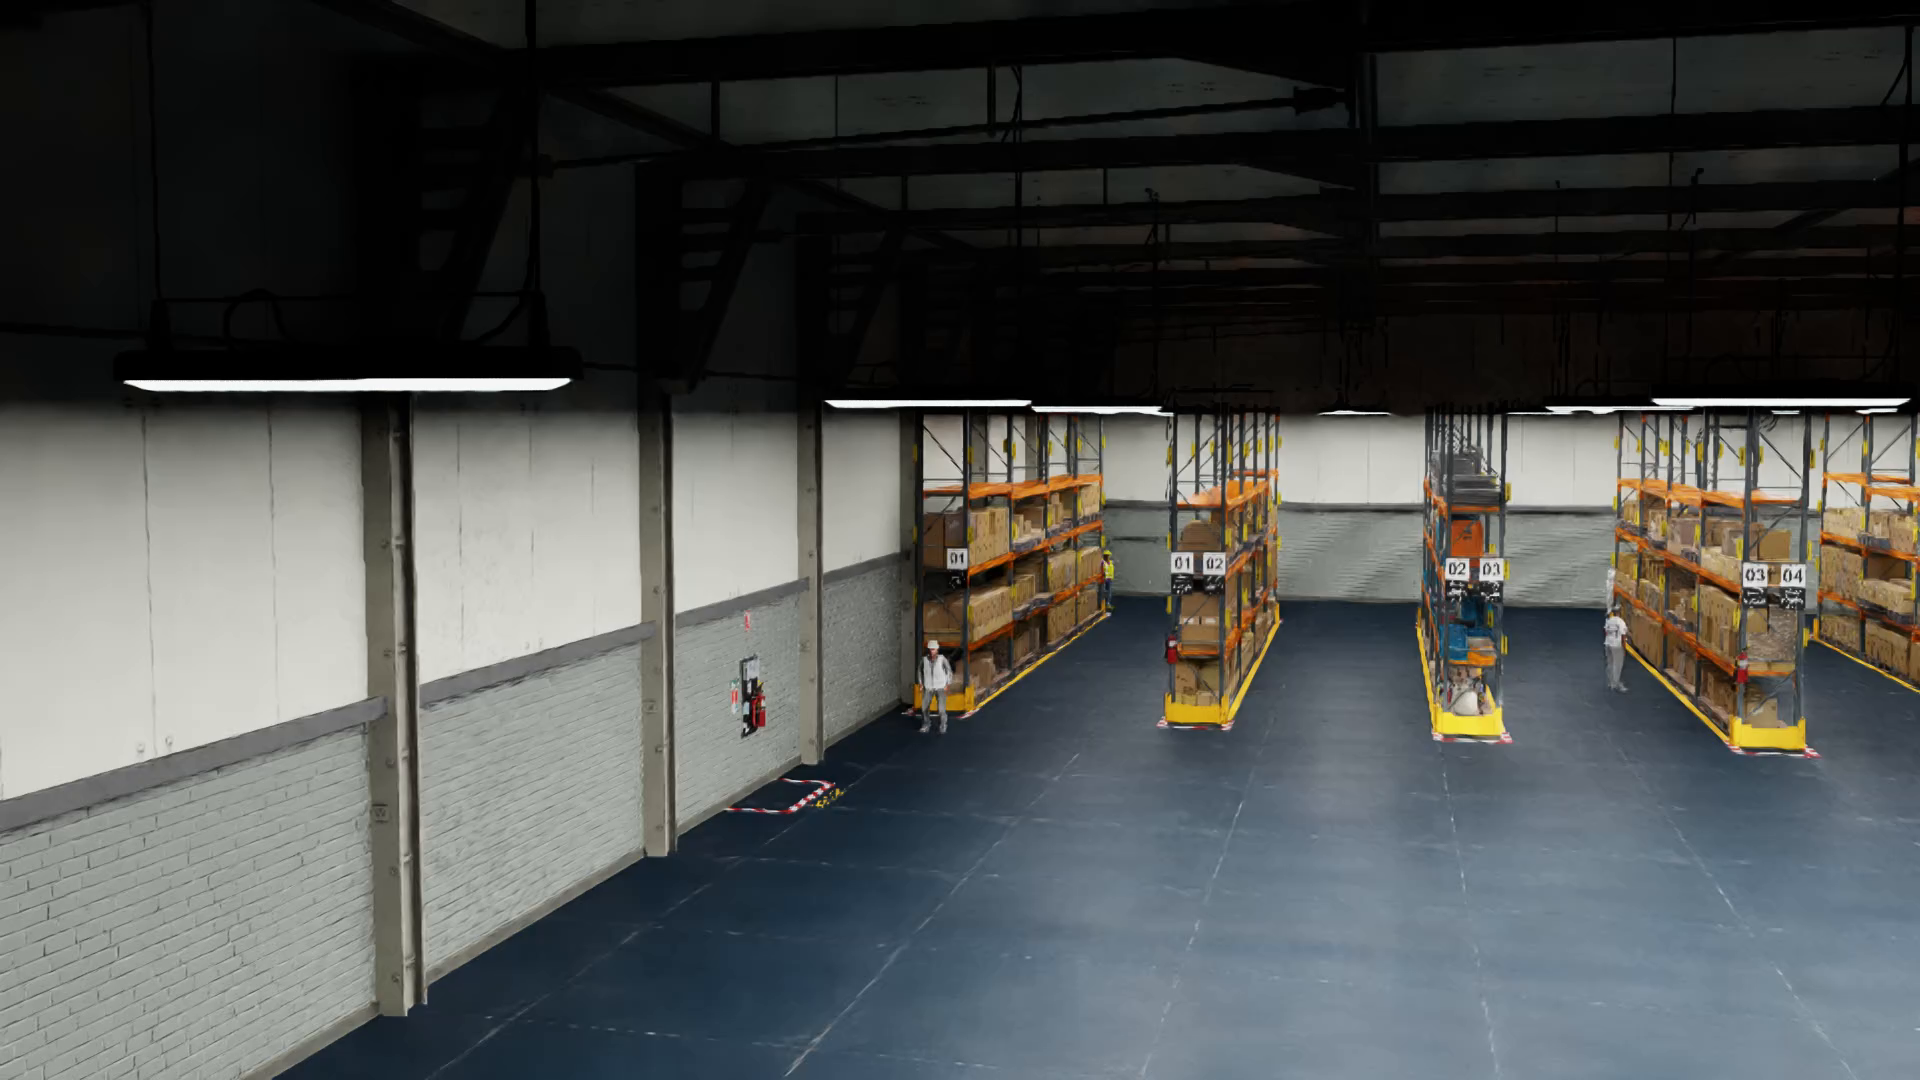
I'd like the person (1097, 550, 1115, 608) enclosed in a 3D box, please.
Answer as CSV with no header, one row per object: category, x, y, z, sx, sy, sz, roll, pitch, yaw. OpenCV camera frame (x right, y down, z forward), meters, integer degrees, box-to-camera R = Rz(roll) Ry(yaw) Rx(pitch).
person,4.288,1.173,49.809,0.714,1.757,0.473,-3,5,-36

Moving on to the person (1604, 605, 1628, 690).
person,13.828,2.251,34.976,0.475,1.762,0.595,-1,4,-17

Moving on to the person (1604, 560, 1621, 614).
person,19.065,1.337,48.322,0.517,1.597,0.911,3,5,34

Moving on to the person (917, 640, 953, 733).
person,-0.462,2.650,30.040,0.677,1.725,0.574,1,4,13
